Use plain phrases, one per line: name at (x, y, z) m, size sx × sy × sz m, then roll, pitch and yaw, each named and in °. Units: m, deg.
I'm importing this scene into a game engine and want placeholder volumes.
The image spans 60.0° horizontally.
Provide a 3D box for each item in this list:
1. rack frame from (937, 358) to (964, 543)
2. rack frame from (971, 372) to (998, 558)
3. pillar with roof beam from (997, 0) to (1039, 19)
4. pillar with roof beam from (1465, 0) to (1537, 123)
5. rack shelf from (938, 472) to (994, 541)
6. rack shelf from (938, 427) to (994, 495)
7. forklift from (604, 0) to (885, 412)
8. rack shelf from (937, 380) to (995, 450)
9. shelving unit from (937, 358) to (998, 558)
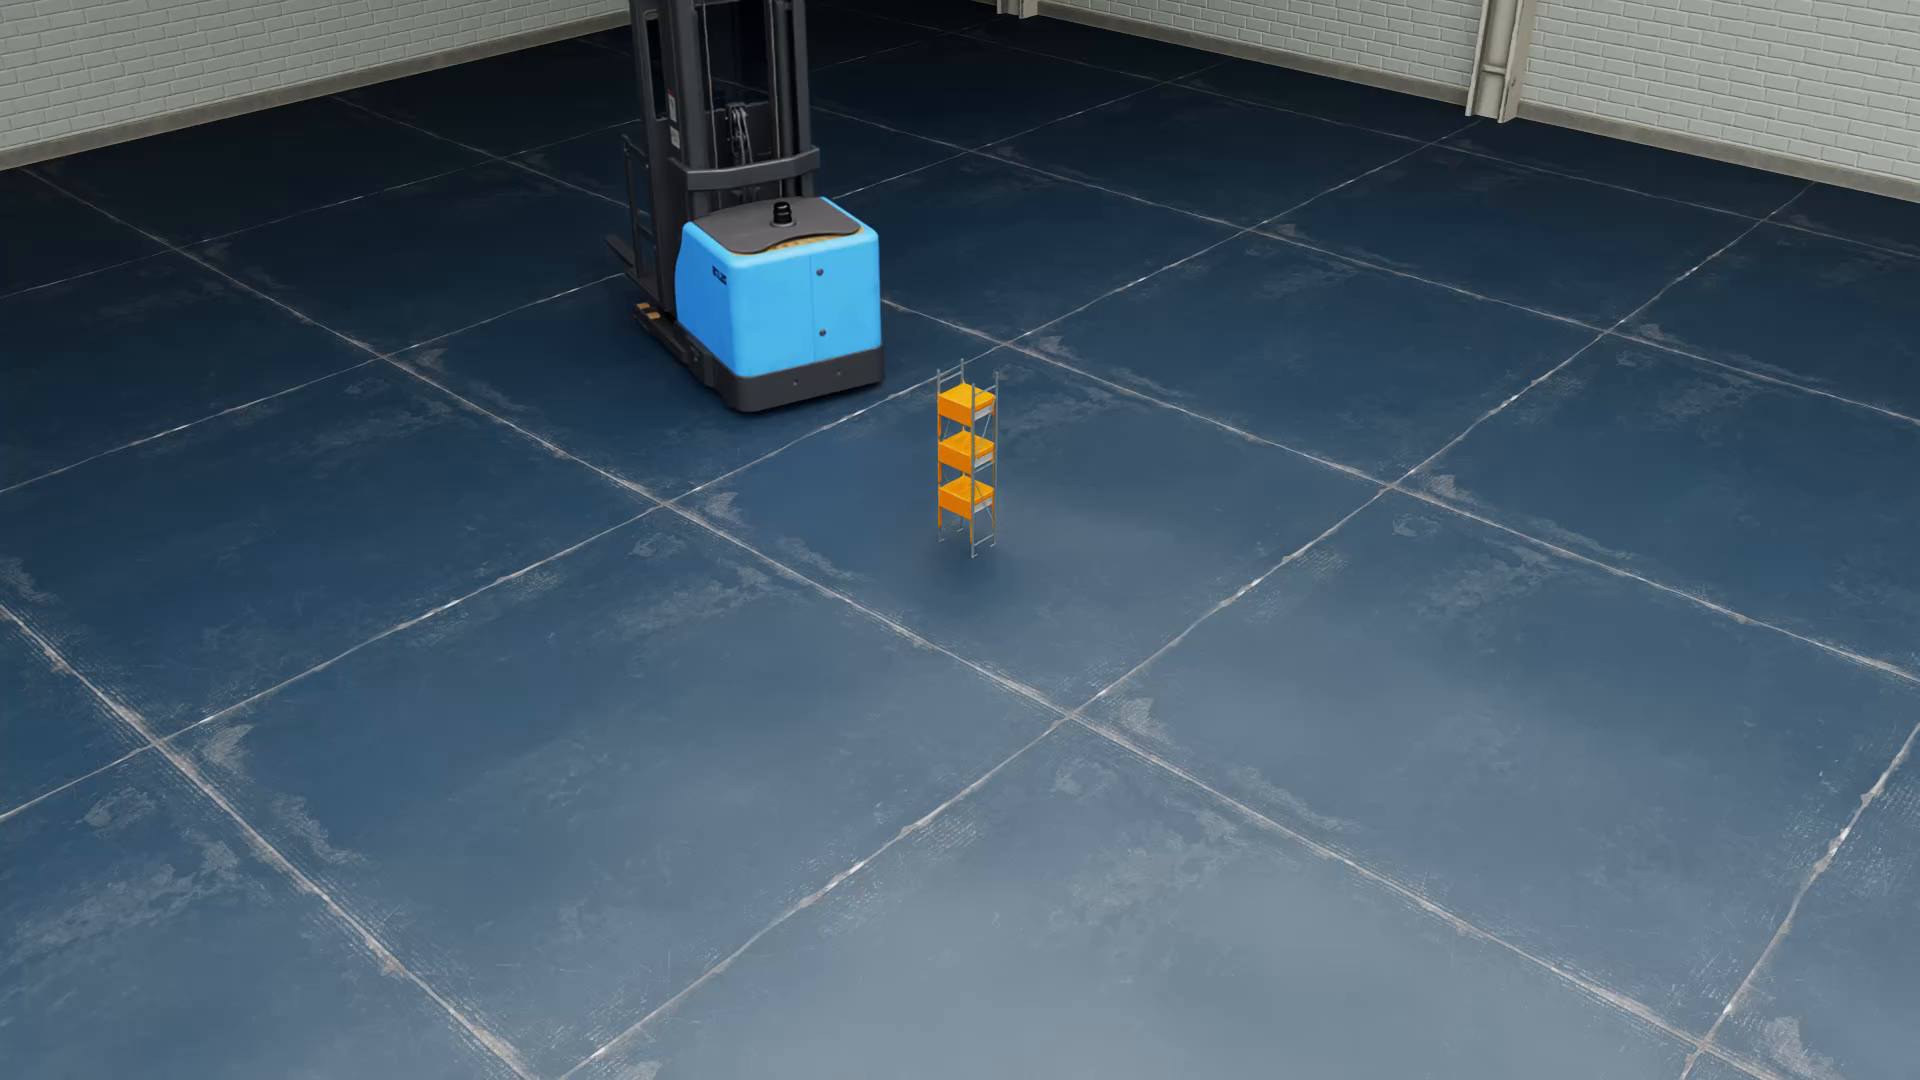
rack frame at (-0.051, -0.473, 9.019) m, size 0.008 × 1.050 × 0.200 m, roll 25°, pitch 39°, yaw 35°
rack frame at (0.130, -0.389, 8.878) m, size 0.008 × 1.050 × 0.200 m, roll 25°, pitch 39°, yaw 35°
pillar with roof beam at (-2.211, -8.385, 14.453) m, size 0.400 × 9.000 × 9.100 m, roll 25°, pitch 39°, yaw 35°
pillar with roof beam at (2.238, -6.308, 11.004) m, size 0.400 × 9.000 × 9.100 m, roll 25°, pitch 39°, yaw 35°
rack shelf at (0.040, -0.184, 9.097) m, size 0.240 × 0.259 × 0.215 m, roll 25°, pitch 39°, yaw 35°
rack shelf at (0.040, -0.422, 8.954) m, size 0.240 × 0.259 × 0.215 m, roll 25°, pitch 39°, yaw 35°
forklift at (-1.666, -2.788, 11.039) m, size 1.130 × 2.935 × 3.031 m, roll -17°, pitch 35°, yaw -25°
rack shelf at (0.040, -0.665, 8.808) m, size 0.240 × 0.259 × 0.215 m, roll 25°, pitch 39°, yaw 35°
shelving unit at (0.040, -0.431, 8.948) m, size 0.252 × 1.050 × 0.215 m, roll 25°, pitch 39°, yaw 35°
